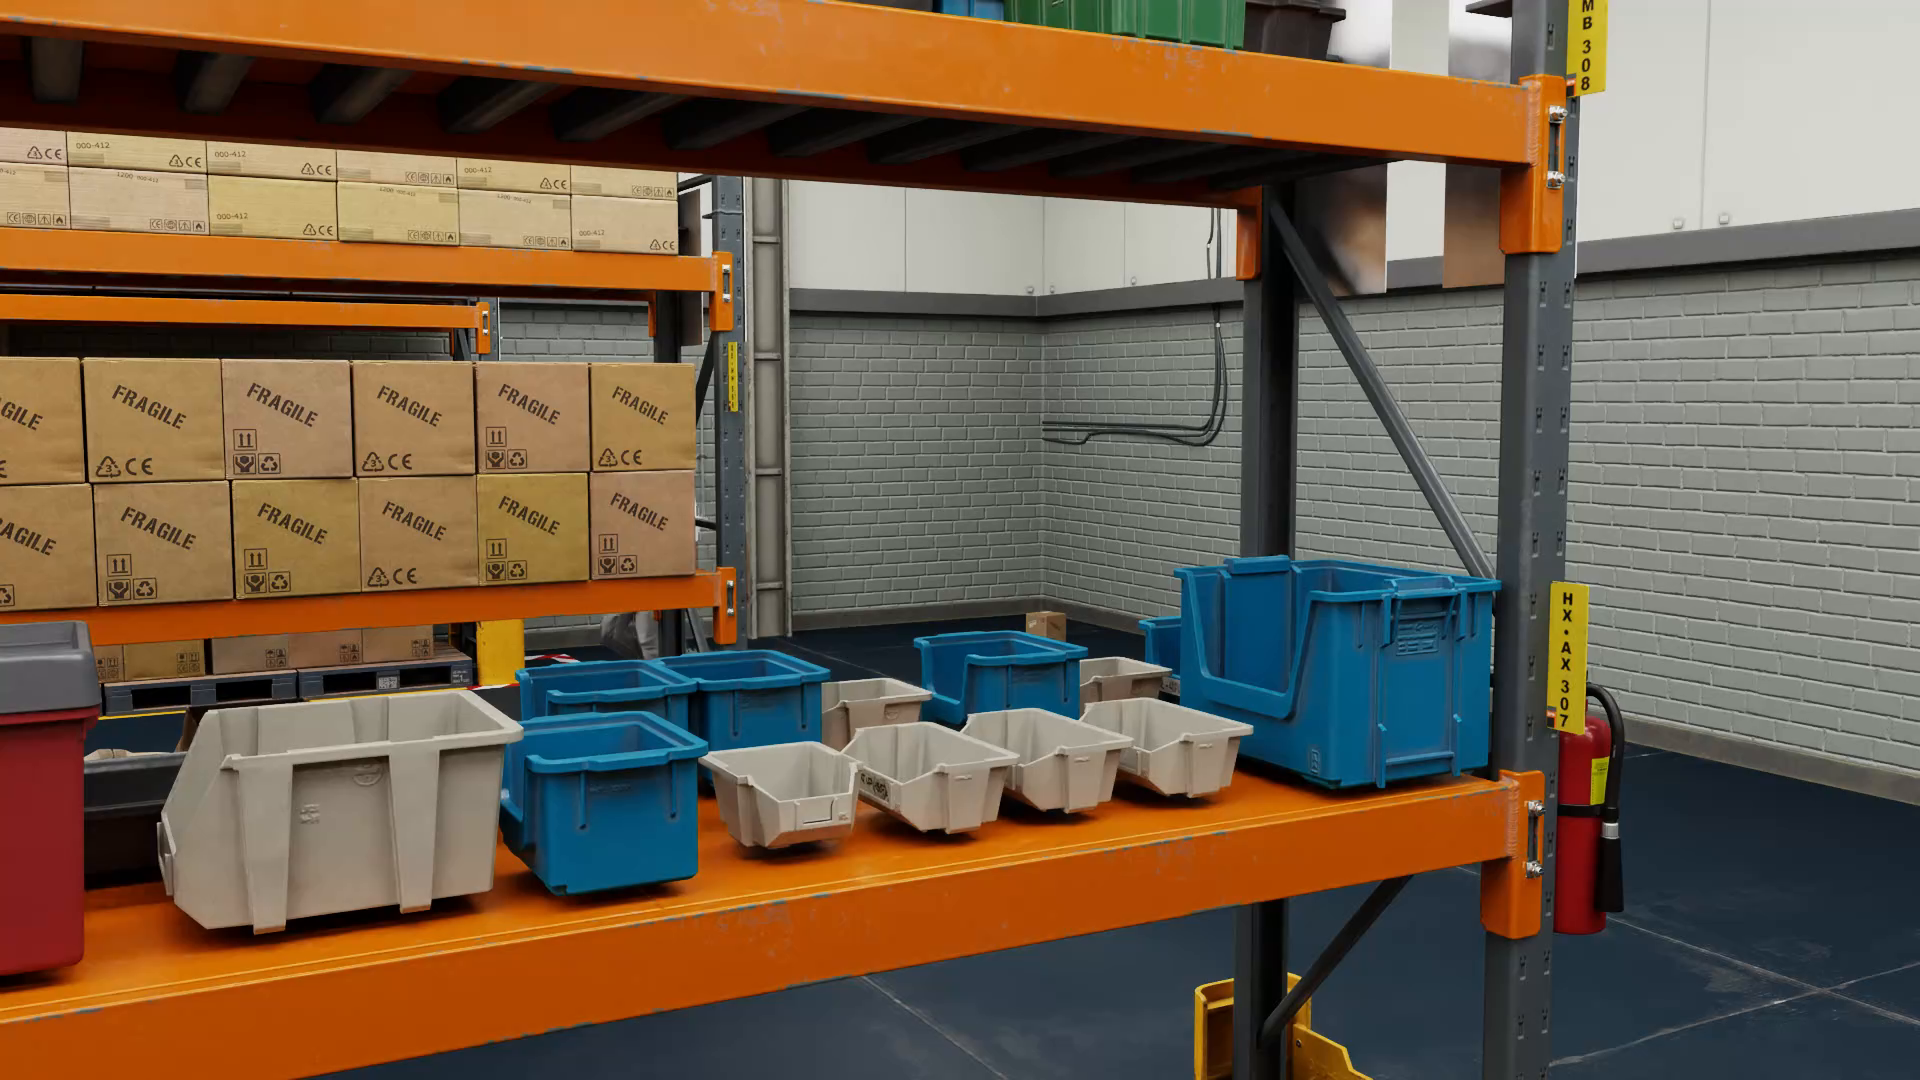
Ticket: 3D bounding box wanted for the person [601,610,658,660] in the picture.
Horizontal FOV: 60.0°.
[{"bbox_3d":[-2.123,0.280,11.124,0.597,1.756,0.484,4,7,40],"label":"person"}]
